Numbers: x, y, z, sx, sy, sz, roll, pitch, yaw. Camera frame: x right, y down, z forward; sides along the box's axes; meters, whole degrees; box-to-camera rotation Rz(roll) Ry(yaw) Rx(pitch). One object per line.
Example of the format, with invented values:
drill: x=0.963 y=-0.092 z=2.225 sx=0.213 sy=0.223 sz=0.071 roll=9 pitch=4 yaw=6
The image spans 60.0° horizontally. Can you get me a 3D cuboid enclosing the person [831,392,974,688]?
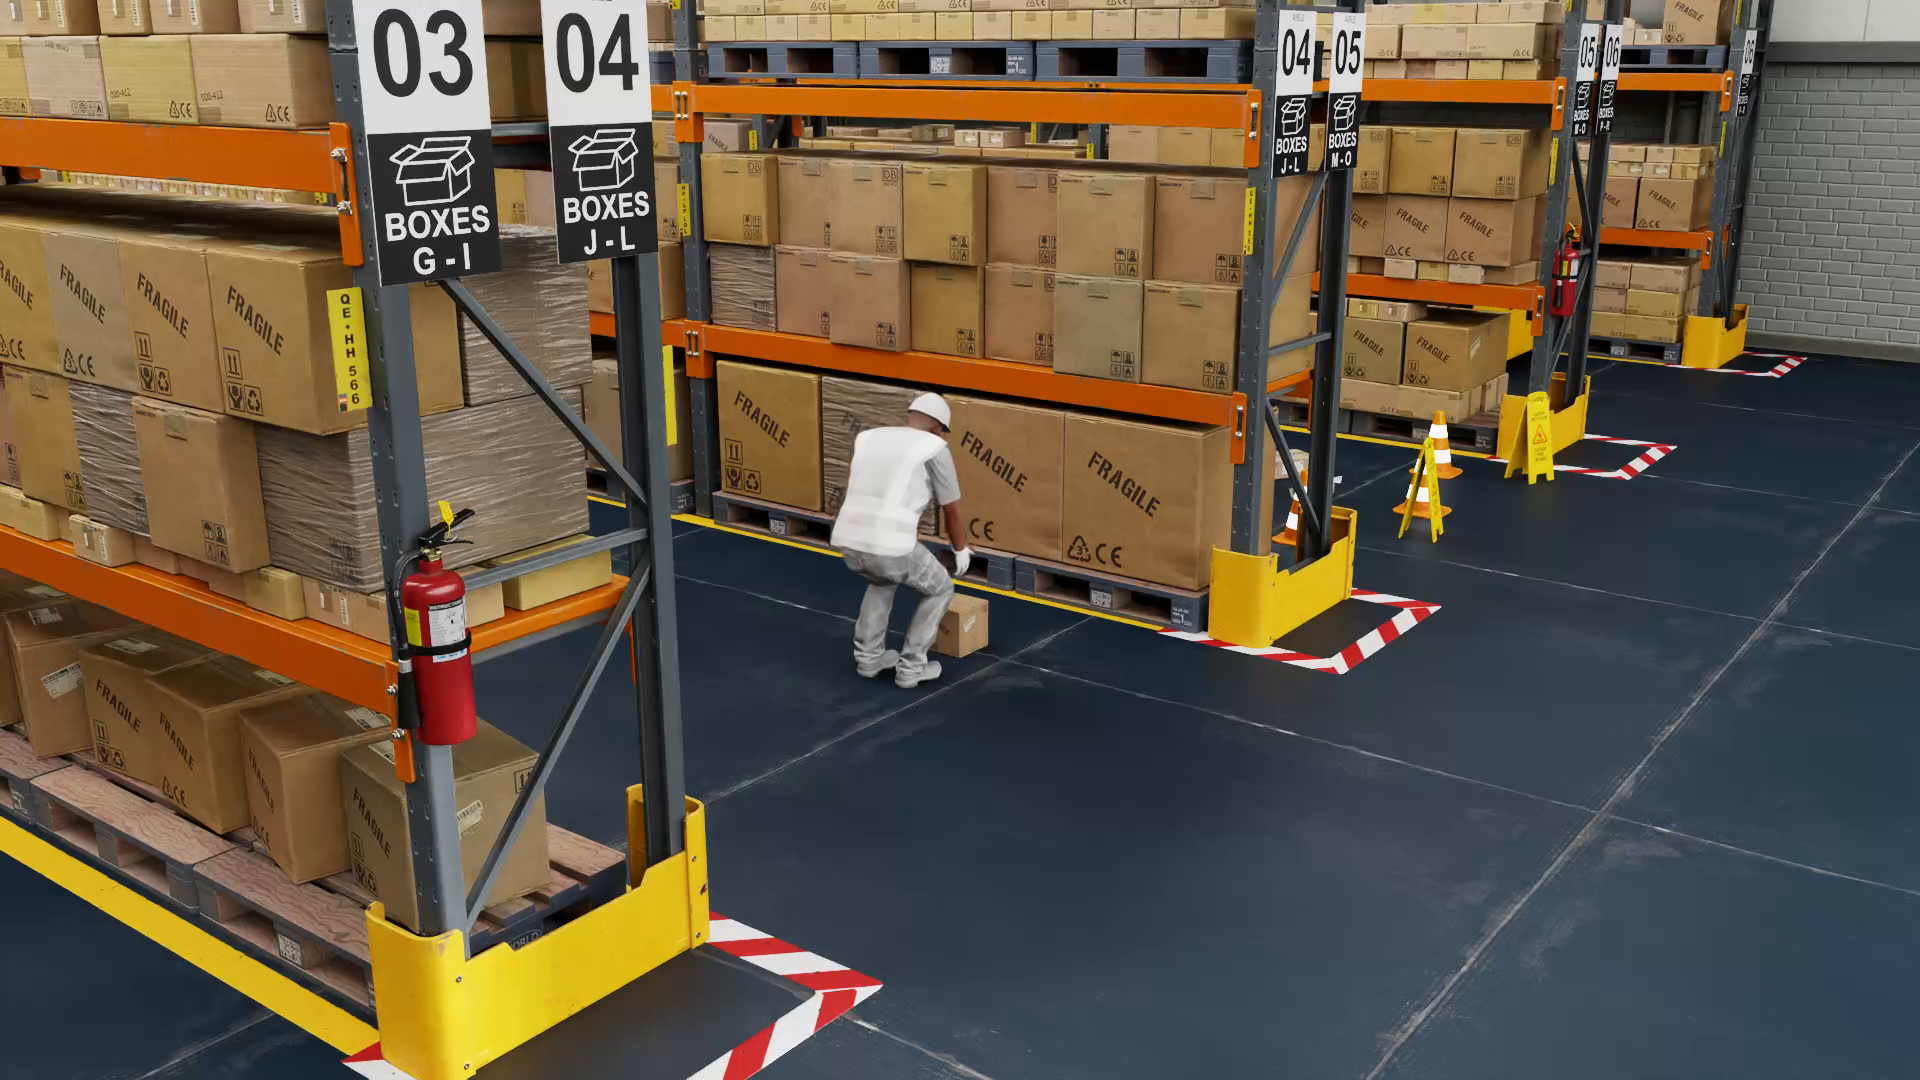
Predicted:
person: x=-0.315 y=-0.007 z=8.245 sx=0.613 sy=1.380 sz=0.789 roll=12 pitch=20 yaw=35
